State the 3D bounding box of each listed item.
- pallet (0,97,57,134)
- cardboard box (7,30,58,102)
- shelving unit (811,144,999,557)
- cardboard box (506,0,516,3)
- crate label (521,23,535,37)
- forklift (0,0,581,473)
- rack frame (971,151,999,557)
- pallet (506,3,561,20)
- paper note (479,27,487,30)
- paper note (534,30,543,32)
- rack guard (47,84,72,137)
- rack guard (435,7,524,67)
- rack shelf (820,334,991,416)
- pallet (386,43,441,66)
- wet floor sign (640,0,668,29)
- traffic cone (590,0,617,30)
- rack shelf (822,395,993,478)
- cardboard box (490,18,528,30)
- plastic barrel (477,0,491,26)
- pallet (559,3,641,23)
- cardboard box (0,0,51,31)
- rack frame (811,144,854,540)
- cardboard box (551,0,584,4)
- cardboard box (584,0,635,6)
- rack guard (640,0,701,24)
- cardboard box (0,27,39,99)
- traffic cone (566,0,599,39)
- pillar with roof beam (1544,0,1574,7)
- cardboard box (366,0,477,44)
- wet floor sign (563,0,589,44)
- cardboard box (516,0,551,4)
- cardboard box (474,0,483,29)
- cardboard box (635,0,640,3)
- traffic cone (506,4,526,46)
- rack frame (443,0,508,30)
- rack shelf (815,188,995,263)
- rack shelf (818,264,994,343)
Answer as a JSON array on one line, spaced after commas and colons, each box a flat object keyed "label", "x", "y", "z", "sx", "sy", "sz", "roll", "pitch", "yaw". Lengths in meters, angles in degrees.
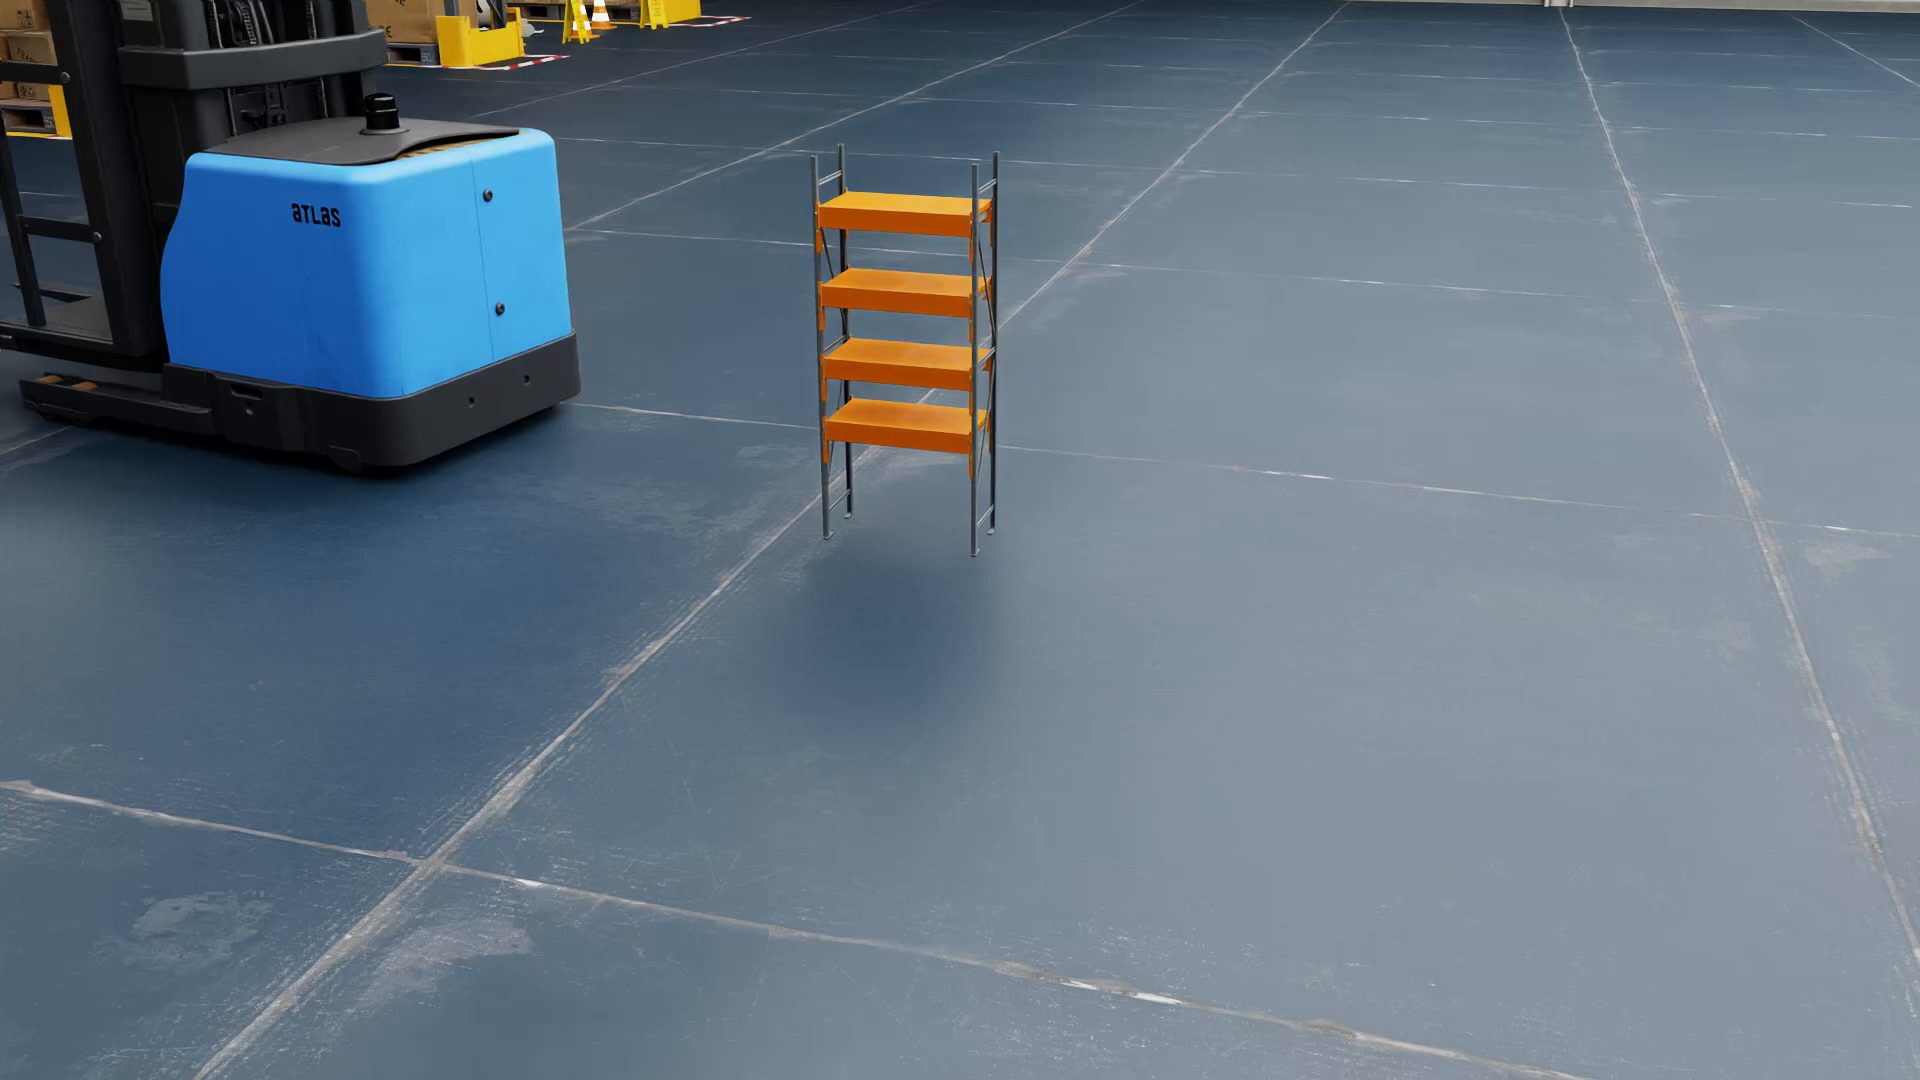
[{"label": "pallet", "x": -7.468, "y": -3.525, "z": 13.586, "sx": 1.213, "sy": 0.211, "sz": 1.003, "roll": 7, "pitch": 23, "yaw": 16}, {"label": "cardboard box", "x": -7.220, "y": -3.817, "z": 13.364, "sx": 0.500, "sy": 0.500, "sz": 0.500, "roll": 11, "pitch": 25, "yaw": 25}, {"label": "shelving unit", "x": -0.158, "y": -0.573, "z": 5.087, "sx": 0.503, "sy": 1.200, "sz": 0.258, "roll": 7, "pitch": 23, "yaw": 16}, {"label": "cardboard box", "x": -6.084, "y": -7.392, "z": 22.408, "sx": 0.500, "sy": 0.250, "sz": 0.500, "roll": 6, "pitch": 23, "yaw": 15}, {"label": "crate label", "x": -5.315, "y": -6.183, "z": 20.162, "sx": 0.298, "sy": 0.136, "sz": 0.250, "roll": -5, "pitch": 23, "yaw": -12}, {"label": "forklift", "x": -3.034, "y": -1.957, "z": 6.178, "sx": 3.031, "sy": 2.935, "sz": 1.130, "roll": 11, "pitch": 25, "yaw": 24}, {"label": "rack frame", "x": 0.075, "y": -0.547, "z": 5.021, "sx": 0.015, "sy": 1.200, "sz": 0.240, "roll": 7, "pitch": 23, "yaw": 16}, {"label": "pallet", "x": -5.769, "y": -7.260, "z": 22.691, "sx": 1.213, "sy": 0.211, "sz": 1.003, "roll": 7, "pitch": 23, "yaw": 16}, {"label": "paper note", "x": -6.015, "y": -6.455, "z": 20.980, "sx": 0.142, "sy": 0.019, "sz": 0.148, "roll": 16, "pitch": 27, "yaw": 34}, {"label": "paper note", "x": -5.245, "y": -6.312, "z": 20.618, "sx": 0.142, "sy": 0.019, "sz": 0.148, "roll": -1, "pitch": 22, "yaw": -3}, {"label": "rack guard", "x": -6.700, "y": -3.557, "z": 13.282, "sx": 0.348, "sy": 0.500, "sz": 1.175, "roll": 7, "pitch": 23, "yaw": 16}, {"label": "rack guard", "x": -5.075, "y": -5.337, "z": 17.622, "sx": 0.348, "sy": 0.500, "sz": 1.175, "roll": 7, "pitch": 23, "yaw": 16}, {"label": "rack shelf", "x": -0.158, "y": -0.511, "z": 5.112, "sx": 0.480, "sy": 0.148, "sz": 0.258, "roll": 7, "pitch": 23, "yaw": 16}, {"label": "pallet", "x": -5.886, "y": -5.265, "z": 17.828, "sx": 1.213, "sy": 0.211, "sz": 1.003, "roll": 7, "pitch": 23, "yaw": 15}, {"label": "wet floor sign", "x": -3.892, "y": -6.807, "z": 21.014, "sx": 0.232, "sy": 0.644, "sz": 0.267, "roll": 16, "pitch": 27, "yaw": 34}, {"label": "traffic cone", "x": -4.549, "y": -6.710, "z": 21.019, "sx": 0.334, "sy": 0.463, "sz": 0.336, "roll": 7, "pitch": 23, "yaw": 16}, {"label": "rack shelf", "x": -0.158, "y": -0.327, "z": 5.187, "sx": 0.480, "sy": 0.148, "sz": 0.258, "roll": 7, "pitch": 23, "yaw": 16}, {"label": "cardboard box", "x": -5.602, "y": -6.396, "z": 20.667, "sx": 0.380, "sy": 0.149, "sz": 0.250, "roll": -20, "pitch": 29, "yaw": -39}, {"label": "plastic barrel", "x": -6.179, "y": -6.790, "z": 21.265, "sx": 0.512, "sy": 0.421, "sz": 0.421, "roll": -14, "pitch": 26, "yaw": -30}, {"label": "pallet", "x": -4.605, "y": -7.126, "z": 22.363, "sx": 1.213, "sy": 0.211, "sz": 1.003, "roll": 7, "pitch": 23, "yaw": 16}, {"label": "cardboard box", "x": -10.470, "y": -6.230, "z": 18.918, "sx": 0.750, "sy": 0.750, "sz": 1.050, "roll": 7, "pitch": 23, "yaw": 15}, {"label": "rack frame", "x": -0.392, "y": -0.600, "z": 5.152, "sx": 0.015, "sy": 1.200, "sz": 0.240, "roll": 7, "pitch": 23, "yaw": 16}, {"label": "cardboard box", "x": -5.110, "y": -7.278, "z": 22.131, "sx": 0.500, "sy": 0.250, "sz": 0.500, "roll": 7, "pitch": 23, "yaw": 16}, {"label": "cardboard box", "x": -4.639, "y": -7.221, "z": 21.992, "sx": 0.500, "sy": 0.250, "sz": 0.500, "roll": 6, "pitch": 23, "yaw": 15}, {"label": "rack guard", "x": -3.837, "y": -7.157, "z": 22.060, "sx": 0.348, "sy": 0.500, "sz": 1.175, "roll": 7, "pitch": 23, "yaw": 16}, {"label": "cardboard box", "x": -7.802, "y": -3.870, "z": 13.493, "sx": 0.500, "sy": 0.500, "sz": 0.500, "roll": 13, "pitch": 26, "yaw": 29}, {"label": "traffic cone", "x": -4.544, "y": -6.270, "z": 19.945, "sx": 0.334, "sy": 0.463, "sz": 0.336, "roll": 7, "pitch": 23, "yaw": 16}, {"label": "pillar with roof beam", "x": 7.504, "y": -10.409, "z": 18.789, "sx": 0.400, "sy": 9.000, "sz": 9.100, "roll": 7, "pitch": 23, "yaw": 16}, {"label": "cardboard box", "x": -5.766, "y": -5.758, "z": 17.600, "sx": 0.875, "sy": 0.875, "sz": 0.875, "roll": 7, "pitch": 23, "yaw": 16}, {"label": "wet floor sign", "x": -4.498, "y": -6.123, "z": 19.347, "sx": 0.232, "sy": 0.644, "sz": 0.267, "roll": 3, "pitch": 22, "yaw": 6}, {"label": "cardboard box", "x": -5.612, "y": -7.334, "z": 22.266, "sx": 0.500, "sy": 0.250, "sz": 0.500, "roll": 6, "pitch": 23, "yaw": 14}, {"label": "cardboard box", "x": -6.178, "y": -6.423, "z": 20.266, "sx": 0.637, "sy": 0.503, "sz": 0.797, "roll": -9, "pitch": 24, "yaw": -21}, {"label": "cardboard box", "x": -4.457, "y": -7.417, "z": 22.468, "sx": 0.500, "sy": 0.250, "sz": 0.500, "roll": 6, "pitch": 23, "yaw": 15}, {"label": "traffic cone", "x": -5.196, "y": -5.896, "z": 19.035, "sx": 0.334, "sy": 0.463, "sz": 0.336, "roll": 7, "pitch": 23, "yaw": 16}, {"label": "rack frame", "x": -5.098, "y": -6.496, "z": 17.154, "sx": 0.127, "sy": 3.000, "sz": 1.000, "roll": 7, "pitch": 23, "yaw": 16}, {"label": "rack shelf", "x": -0.158, "y": -0.937, "z": 4.937, "sx": 0.480, "sy": 0.148, "sz": 0.258, "roll": 7, "pitch": 23, "yaw": 16}, {"label": "rack shelf", "x": -0.158, "y": -0.718, "z": 5.027, "sx": 0.480, "sy": 0.148, "sz": 0.258, "roll": 7, "pitch": 23, "yaw": 16}]
